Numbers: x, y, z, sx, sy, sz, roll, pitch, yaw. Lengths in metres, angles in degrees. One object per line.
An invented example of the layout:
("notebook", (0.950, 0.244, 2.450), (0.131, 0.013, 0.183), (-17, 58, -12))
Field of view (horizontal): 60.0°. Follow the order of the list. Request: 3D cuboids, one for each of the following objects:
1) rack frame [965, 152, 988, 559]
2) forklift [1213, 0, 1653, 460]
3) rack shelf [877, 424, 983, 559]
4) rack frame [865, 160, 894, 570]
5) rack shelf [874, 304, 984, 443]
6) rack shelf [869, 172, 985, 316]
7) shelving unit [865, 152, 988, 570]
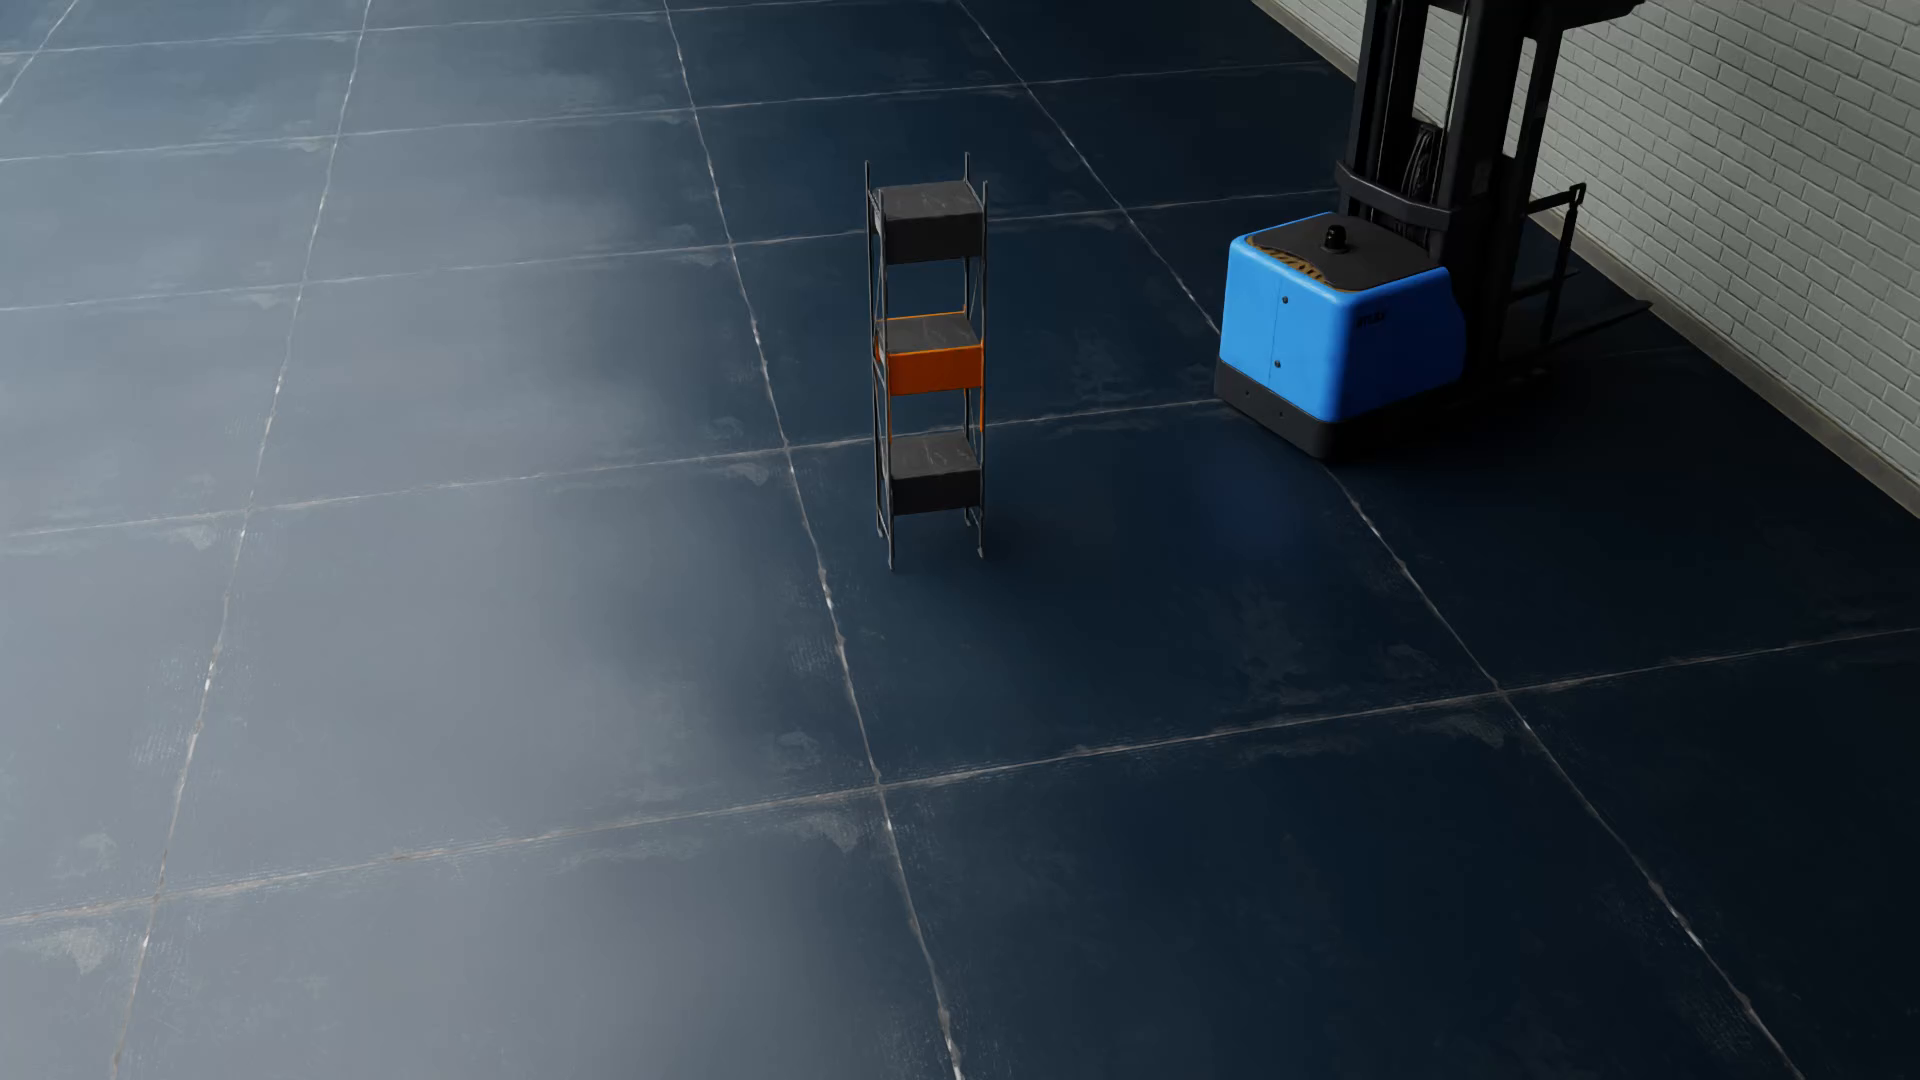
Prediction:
("rack frame", (0.077, -0.882, 8.402), (0.015, 2.100, 0.400), (-7, 35, -11))
("forklift", (3.078, -2.290, 9.755), (3.031, 2.935, 1.130), (-19, 38, -26))
("rack shelf", (-0.161, -0.259, 8.755), (0.480, 0.518, 0.431), (-7, 35, -11))
("rack frame", (-0.399, -0.822, 8.313), (0.015, 2.100, 0.400), (-7, 35, -11))
("rack shelf", (-0.161, -0.840, 8.365), (0.480, 0.518, 0.431), (-7, 35, -11))
("rack shelf", (-0.161, -1.421, 7.975), (0.480, 0.518, 0.431), (-7, 35, -11))
("shelving unit", (-0.161, -0.852, 8.358), (0.503, 2.100, 0.431), (-7, 35, -11))
